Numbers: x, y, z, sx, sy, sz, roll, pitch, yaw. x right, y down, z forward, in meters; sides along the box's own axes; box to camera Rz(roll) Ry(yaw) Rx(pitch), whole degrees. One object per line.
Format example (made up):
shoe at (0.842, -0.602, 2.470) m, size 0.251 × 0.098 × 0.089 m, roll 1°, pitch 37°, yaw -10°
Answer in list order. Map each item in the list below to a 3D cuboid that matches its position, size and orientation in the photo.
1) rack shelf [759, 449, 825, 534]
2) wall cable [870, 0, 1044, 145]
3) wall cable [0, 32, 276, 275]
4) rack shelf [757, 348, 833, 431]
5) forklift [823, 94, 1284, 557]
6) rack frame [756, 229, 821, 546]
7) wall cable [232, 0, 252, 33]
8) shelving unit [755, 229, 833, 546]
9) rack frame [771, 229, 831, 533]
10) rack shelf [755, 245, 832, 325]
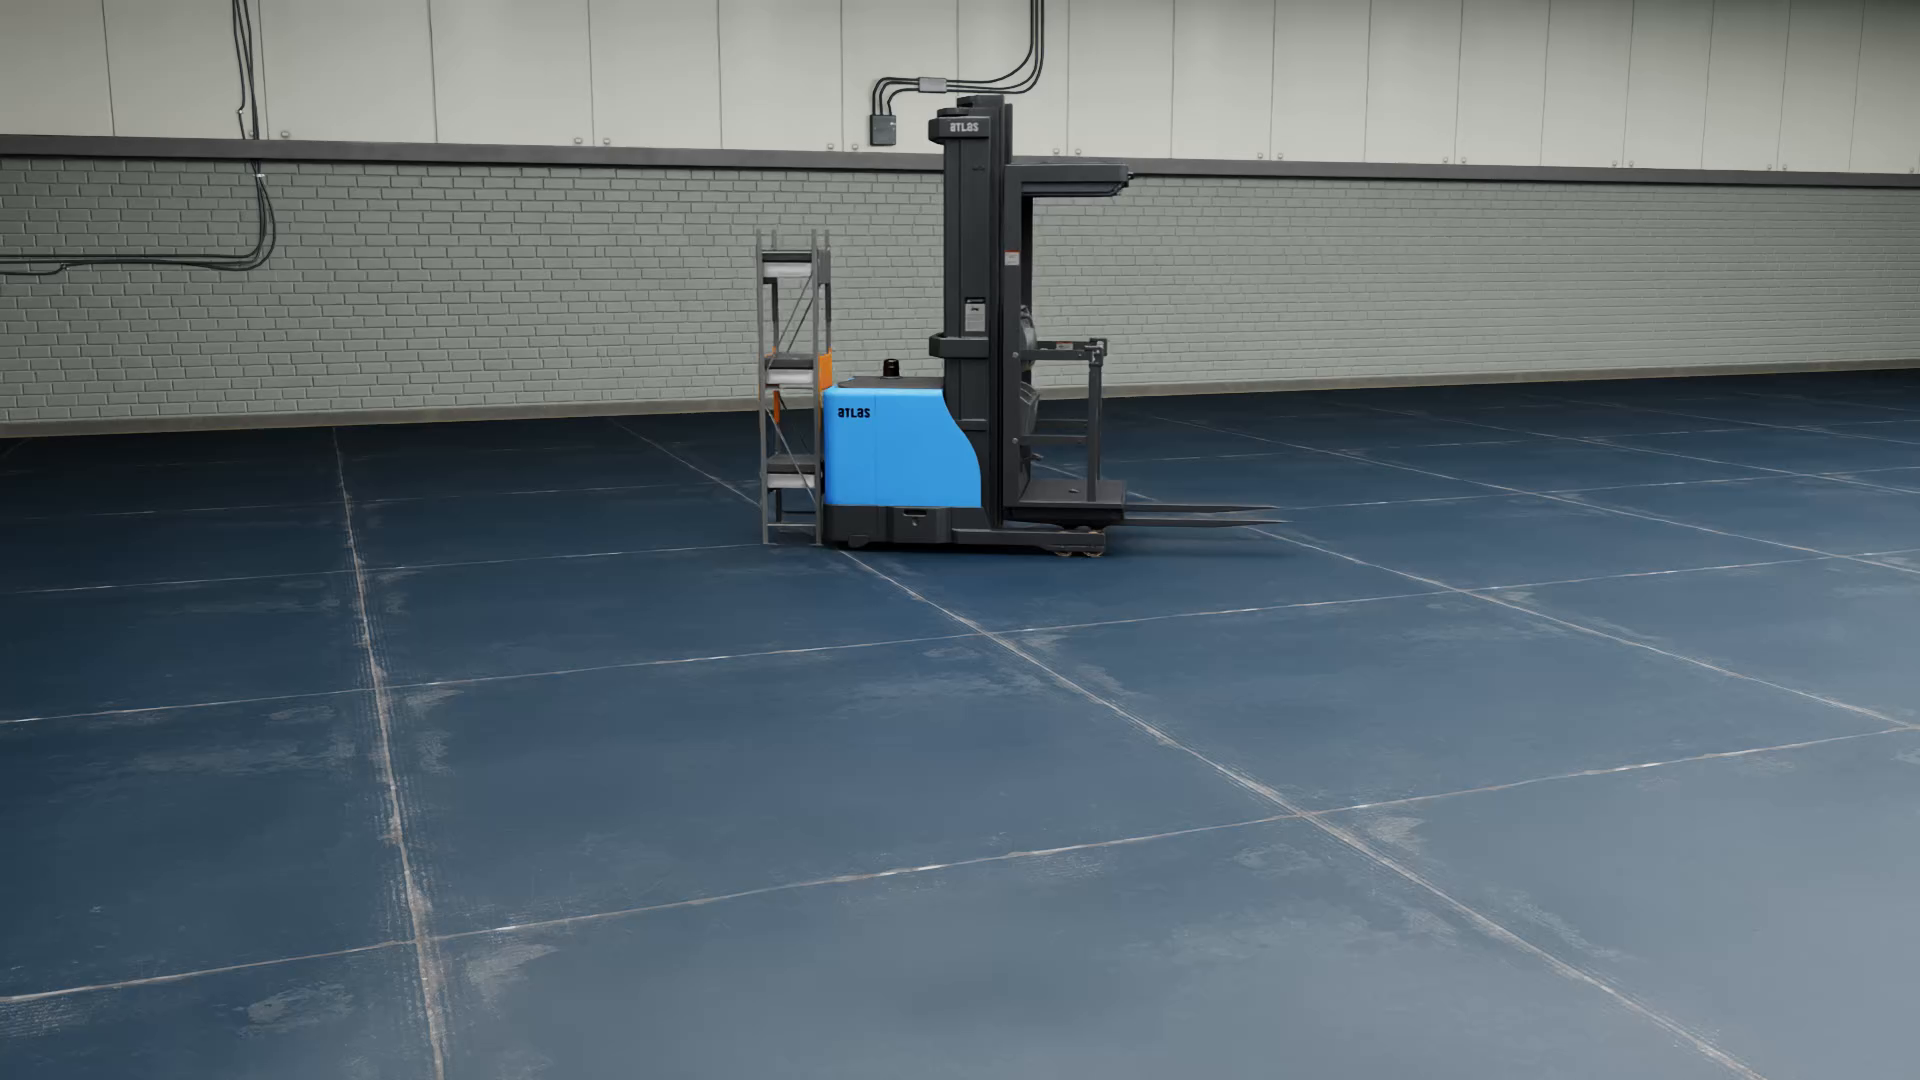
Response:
rack shelf at (-1.110, -0.338, 11.398) m, size 0.431 × 0.518 × 0.480 m, roll 1°, pitch 10°, yaw 5°
wall cable at (0.001, -7.849, 20.140) m, size 2.305 × 6.003 × 0.169 m, roll -4°, pitch 11°, yaw -21°
wall cable at (-8.853, -4.046, 17.337) m, size 3.097 × 2.526 × 0.112 m, roll -4°, pitch 11°, yaw -21°
rack shelf at (-1.110, -1.027, 11.275) m, size 0.431 × 0.518 × 0.480 m, roll 1°, pitch 10°, yaw 5°
forklift at (0.643, -1.430, 11.093) m, size 3.031 × 2.935 × 1.130 m, roll 1°, pitch 10°, yaw 6°
rack frame at (-1.133, -0.998, 11.034) m, size 0.400 × 2.100 × 0.015 m, roll 1°, pitch 10°, yaw 5°
wall cable at (-6.332, -6.704, 17.860) m, size 3.097 × 2.526 × 0.112 m, roll -4°, pitch 11°, yaw -21°
shelving unit at (-1.110, -1.040, 11.273) m, size 0.431 × 2.100 × 0.503 m, roll 1°, pitch 10°, yaw 5°
rack frame at (-1.087, -1.083, 11.512) m, size 0.400 × 2.100 × 0.015 m, roll 1°, pitch 10°, yaw 5°
rack shelf at (-1.110, -1.716, 11.153) m, size 0.431 × 0.518 × 0.480 m, roll 1°, pitch 10°, yaw 5°
